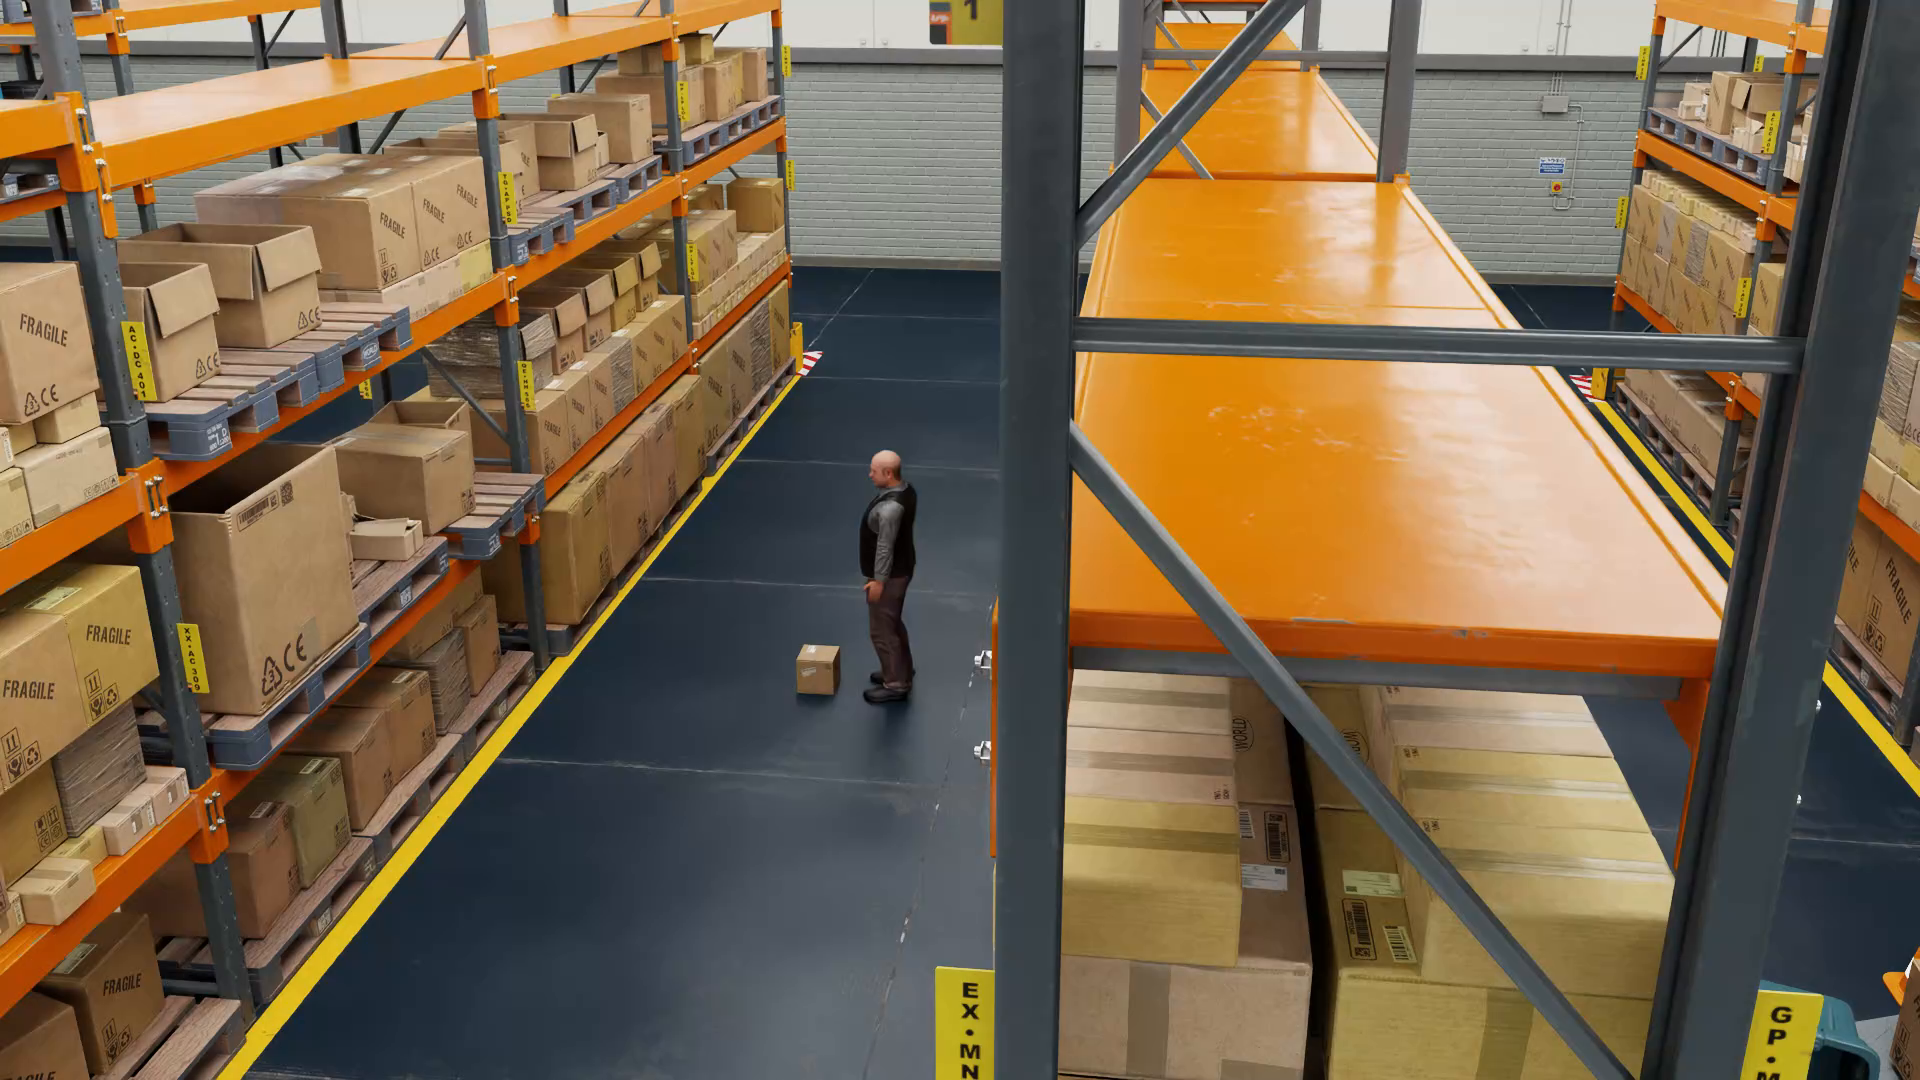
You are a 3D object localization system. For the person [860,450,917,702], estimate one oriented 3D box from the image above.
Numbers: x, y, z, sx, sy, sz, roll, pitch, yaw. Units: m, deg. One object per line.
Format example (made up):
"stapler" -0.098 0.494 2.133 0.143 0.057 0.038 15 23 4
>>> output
"person" -0.474 0.229 10.962 0.358 1.714 0.533 3 21 7
